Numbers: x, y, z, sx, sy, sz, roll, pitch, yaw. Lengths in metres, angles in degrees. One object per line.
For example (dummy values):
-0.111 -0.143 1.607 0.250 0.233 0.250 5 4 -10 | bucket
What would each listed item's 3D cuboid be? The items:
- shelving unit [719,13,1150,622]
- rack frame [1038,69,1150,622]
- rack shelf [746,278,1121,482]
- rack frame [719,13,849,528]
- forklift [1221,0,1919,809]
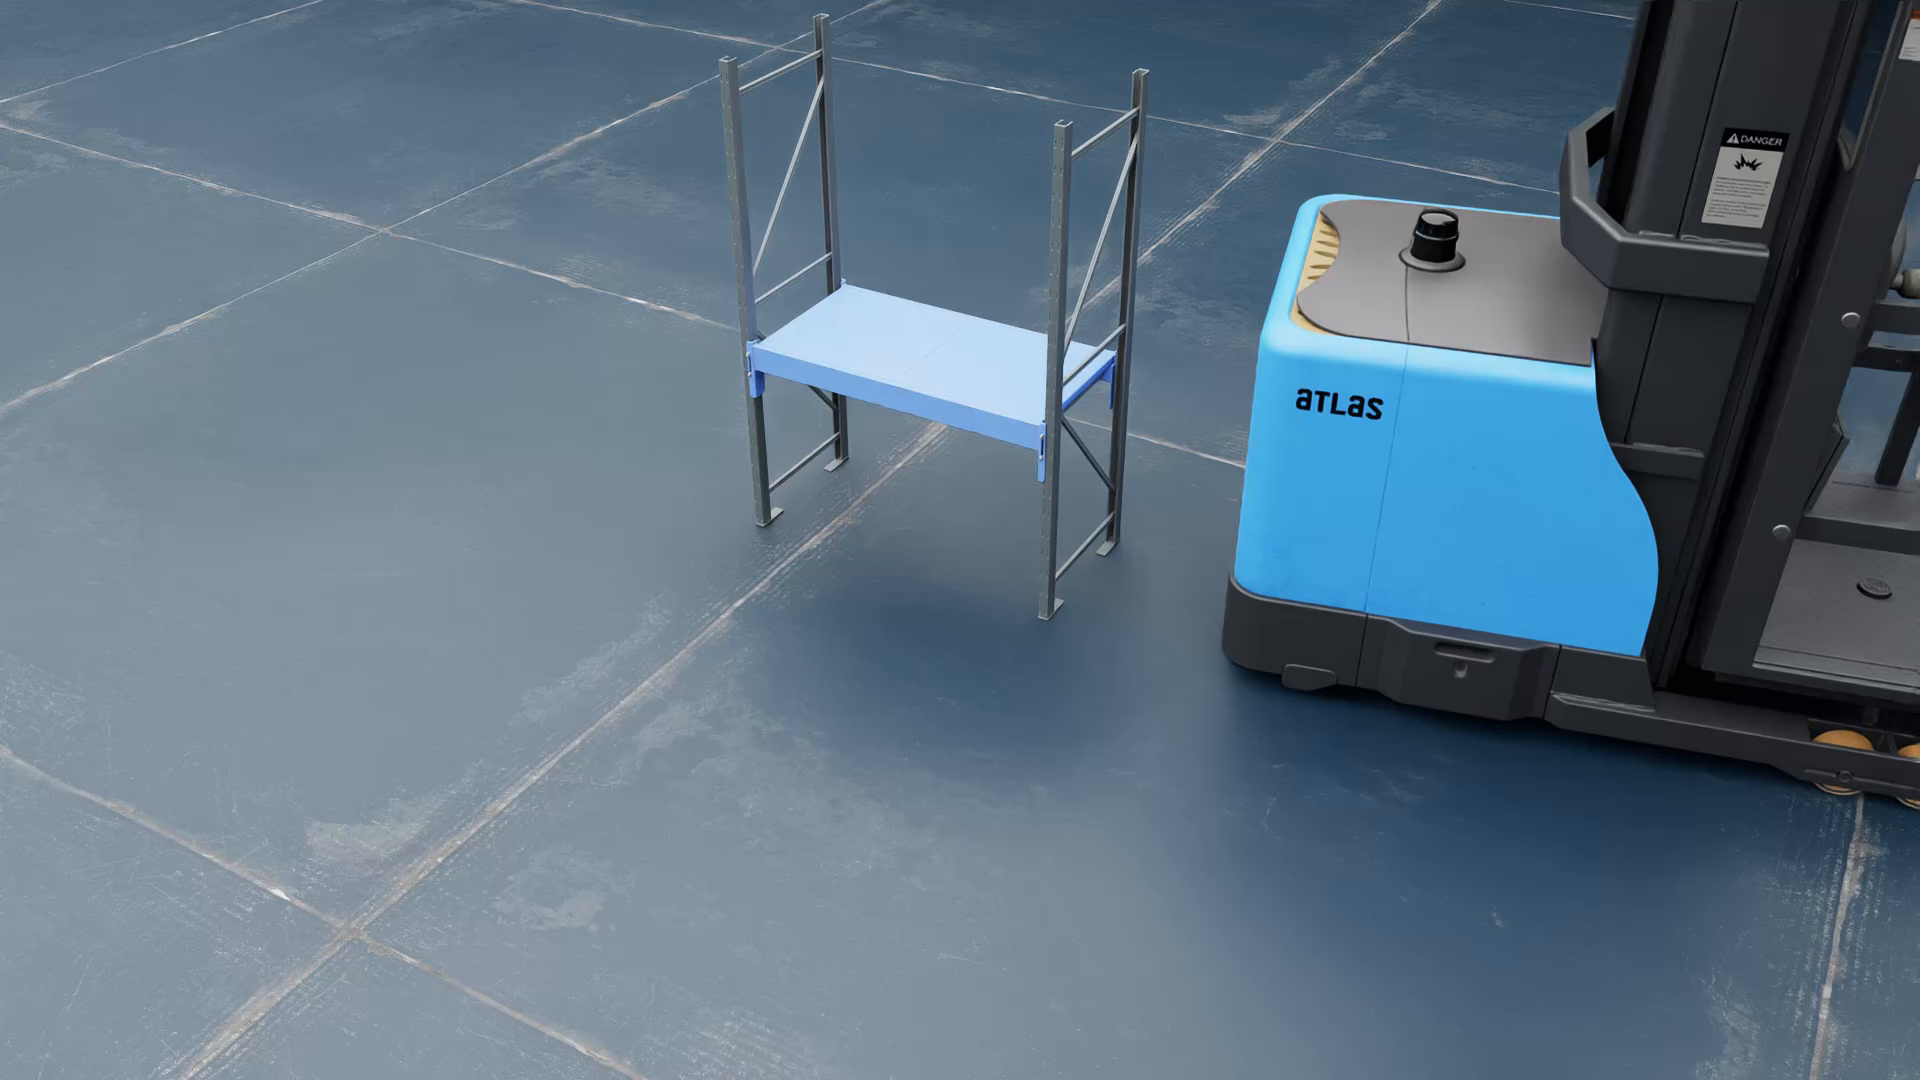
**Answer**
-0.074 -0.648 4.870 1.048 1.500 0.538 18 37 24 | shelving unit
0.367 -0.508 4.660 0.032 1.500 0.500 18 37 24 | rack frame
-0.074 -0.498 4.969 1.000 0.185 0.538 18 37 24 | rack shelf
-0.515 -0.788 5.079 0.032 1.500 0.500 18 37 24 | rack frame
2.310 -0.865 3.905 3.031 2.935 1.130 9 35 13 | forklift
